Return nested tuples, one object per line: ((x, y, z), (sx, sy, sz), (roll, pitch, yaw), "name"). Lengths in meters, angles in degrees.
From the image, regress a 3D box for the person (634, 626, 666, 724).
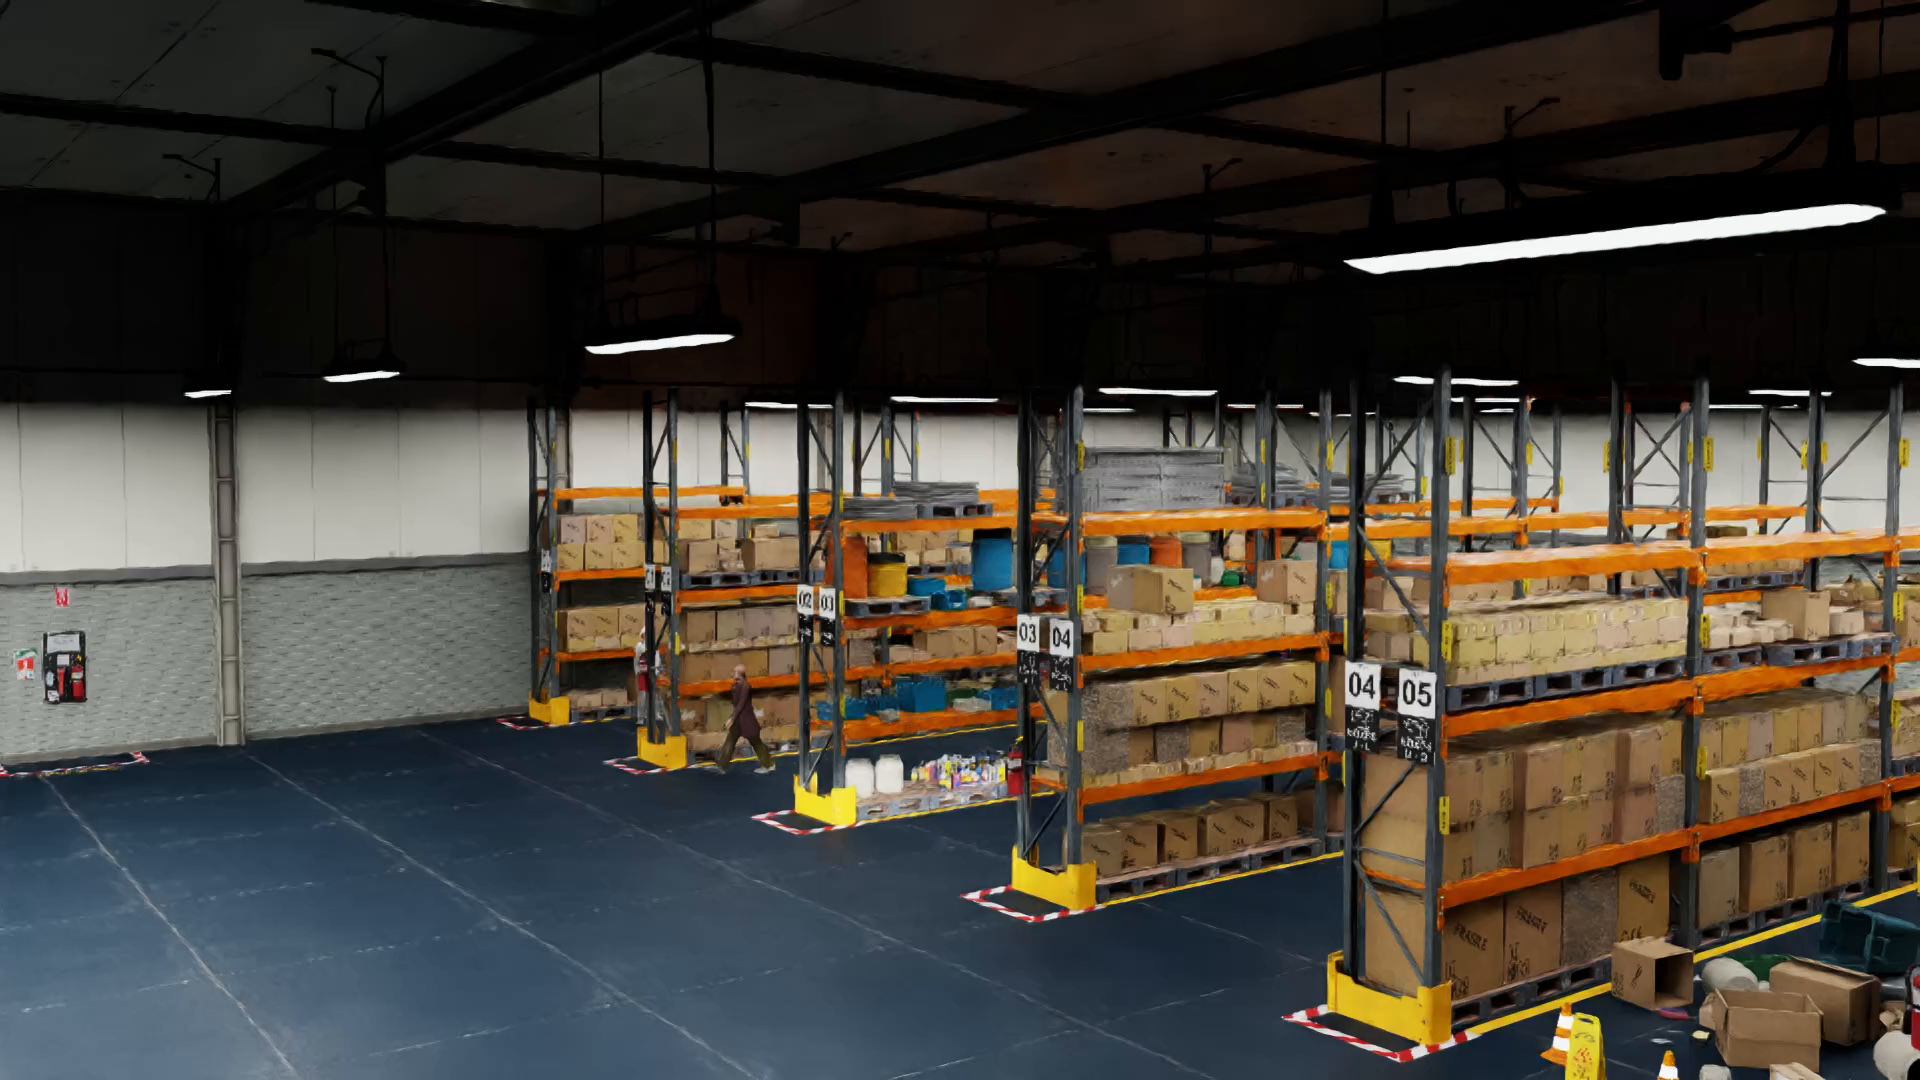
((-5.693, 2.456, 30.512), (0.402, 1.788, 0.653), (3, 4, 38), "person")

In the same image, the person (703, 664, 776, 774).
((-3.311, 2.768, 25.768), (0.916, 1.716, 0.573), (-2, 4, -27), "person")

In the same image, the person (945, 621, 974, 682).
((-0.029, 2.373, 33.150), (1.030, 1.673, 0.555), (-3, 4, -37), "person")
